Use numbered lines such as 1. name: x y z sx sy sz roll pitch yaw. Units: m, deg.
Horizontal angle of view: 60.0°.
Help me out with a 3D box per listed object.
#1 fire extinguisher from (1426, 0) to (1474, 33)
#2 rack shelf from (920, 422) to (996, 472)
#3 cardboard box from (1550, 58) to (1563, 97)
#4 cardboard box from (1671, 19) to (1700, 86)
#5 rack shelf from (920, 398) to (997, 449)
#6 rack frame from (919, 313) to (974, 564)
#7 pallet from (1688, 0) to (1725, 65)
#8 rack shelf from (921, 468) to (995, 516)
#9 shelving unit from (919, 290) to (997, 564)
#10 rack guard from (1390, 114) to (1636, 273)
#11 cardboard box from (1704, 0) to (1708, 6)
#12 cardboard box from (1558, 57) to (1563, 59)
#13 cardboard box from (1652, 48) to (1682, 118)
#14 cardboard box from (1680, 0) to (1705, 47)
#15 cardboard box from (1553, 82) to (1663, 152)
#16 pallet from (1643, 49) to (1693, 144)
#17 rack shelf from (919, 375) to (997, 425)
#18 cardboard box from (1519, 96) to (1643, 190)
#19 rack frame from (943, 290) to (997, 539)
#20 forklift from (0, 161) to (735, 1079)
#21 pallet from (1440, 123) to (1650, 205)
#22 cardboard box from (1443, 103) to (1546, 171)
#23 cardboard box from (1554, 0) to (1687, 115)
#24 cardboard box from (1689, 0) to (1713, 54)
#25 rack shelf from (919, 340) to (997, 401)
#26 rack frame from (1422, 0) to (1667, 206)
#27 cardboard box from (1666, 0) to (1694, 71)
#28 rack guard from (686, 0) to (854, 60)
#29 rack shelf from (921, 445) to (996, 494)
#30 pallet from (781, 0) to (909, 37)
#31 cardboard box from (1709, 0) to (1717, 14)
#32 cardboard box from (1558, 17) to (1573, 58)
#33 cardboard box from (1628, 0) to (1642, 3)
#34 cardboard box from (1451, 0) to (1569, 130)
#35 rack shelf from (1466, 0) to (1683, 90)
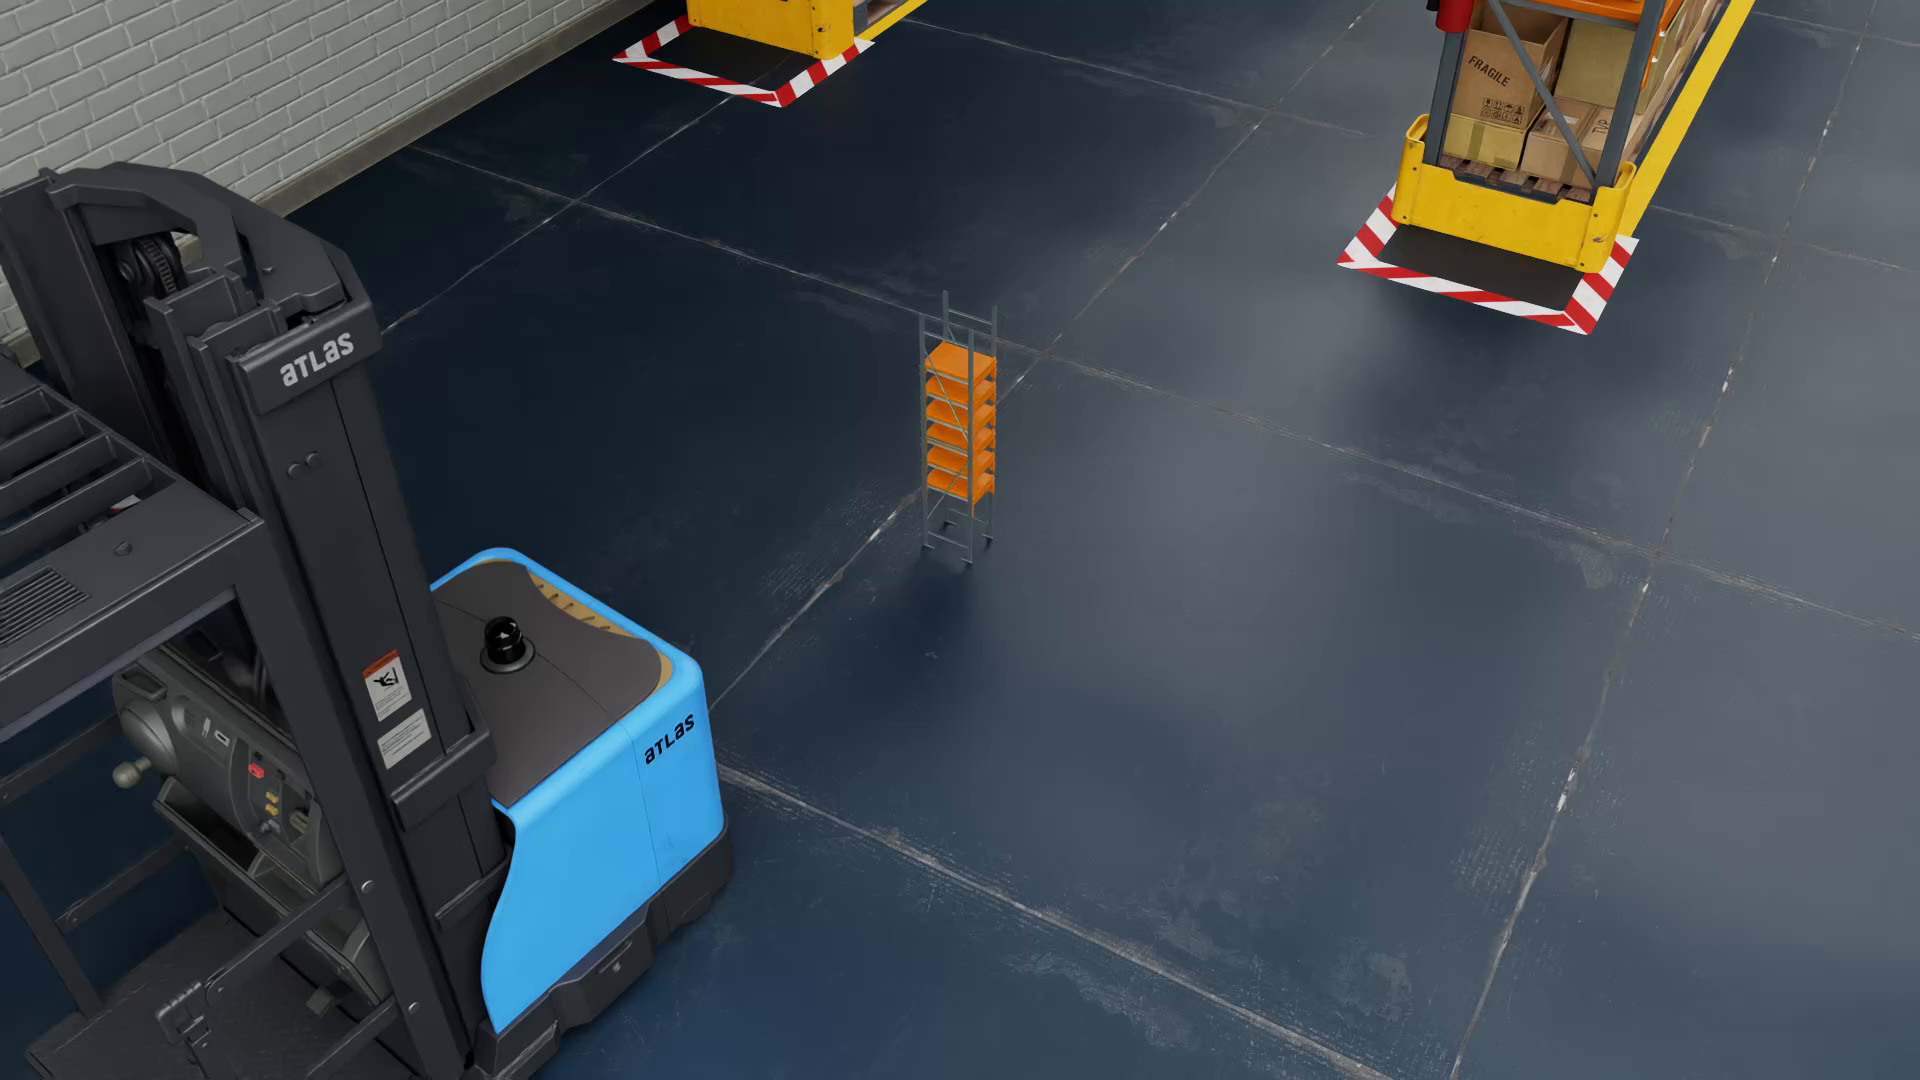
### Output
1. fire extinguisher: 2.527 -2.893 8.324 0.296 0.674 0.183 21 45 22
2. rack shelf: -0.007 -0.409 6.873 0.258 0.103 0.180 21 45 22
3. cardboard box: 3.240 -2.657 9.760 0.500 0.250 0.500 21 45 22
4. cardboard box: 4.201 -3.053 10.210 0.500 0.250 0.500 21 45 22
5. rack shelf: -0.007 -0.499 6.794 0.258 0.103 0.180 21 45 22
6. rack frame: -0.053 -0.390 6.785 0.240 1.200 0.006 21 45 22
7. pallet: 4.556 -3.637 11.221 1.003 0.211 1.213 21 45 22
8. rack shelf: -0.007 -0.229 7.032 0.258 0.103 0.180 21 45 22
9. shelving unit: -0.007 -0.442 6.844 0.258 1.200 0.189 21 45 22
10. rack guard: 2.976 -1.884 9.012 1.175 0.500 0.348 21 45 22
11. cardboard box: 4.440 -3.625 10.292 0.500 0.500 0.500 21 45 22
12. cardboard box: 3.489 -2.943 10.085 0.500 0.250 0.500 21 45 22
13. cardboard box: 3.947 -2.768 9.887 0.500 0.250 0.500 21 45 22
14. cardboard box: 4.202 -3.334 9.962 0.500 0.500 0.500 21 45 22
15. cardboard box: 3.696 -2.483 9.562 0.500 0.250 0.500 21 45 22
16. pallet: 3.946 -2.937 10.425 1.003 0.211 1.213 21 45 22
17. rack shelf: -0.007 -0.589 6.715 0.258 0.103 0.180 21 45 22
18. cardboard box: 3.449 -2.195 9.236 0.500 0.250 0.500 21 45 22
19. rack frame: 0.039 -0.494 6.904 0.240 1.200 0.006 21 45 22
20. forklift: -2.091 0.669 4.272 1.130 2.935 3.031 27 48 27
21. pallet: 3.335 -2.241 9.635 1.003 0.211 1.213 21 45 22
22. cardboard box: 3.001 -2.366 9.430 0.500 0.250 0.500 21 45 22
23. cardboard box: 3.698 -2.763 9.314 0.500 0.500 0.500 21 45 22
24. cardboard box: 4.451 -3.339 10.535 0.500 0.250 0.500 21 45 22
25. rack shelf: -0.007 -0.679 6.635 0.258 0.103 0.180 21 45 22
26. rack frame: 2.988 -2.836 8.201 1.000 3.000 0.127 21 45 22
27. cardboard box: 3.937 -3.054 9.643 0.500 0.500 0.500 21 45 22
28. rack guard: -1.265 -3.578 10.934 1.175 0.500 0.348 21 45 22
29. rack shelf: -0.007 -0.319 6.953 0.258 0.103 0.180 21 45 22
30. pallet: -0.827 -3.923 11.545 1.003 0.211 1.213 21 45 22
31. cardboard box: 4.688 -3.630 10.865 0.500 0.250 0.500 21 45 22
32. cardboard box: 3.487 -3.226 9.839 0.500 0.500 0.500 21 45 22
33. cardboard box: 3.233 -3.137 8.467 0.700 0.500 0.500 21 45 22
34. cardboard box: 2.999 -2.649 9.183 0.500 0.500 0.500 21 45 22
35. rack shelf: 3.989 -3.711 9.738 1.077 0.370 4.000 21 45 22
